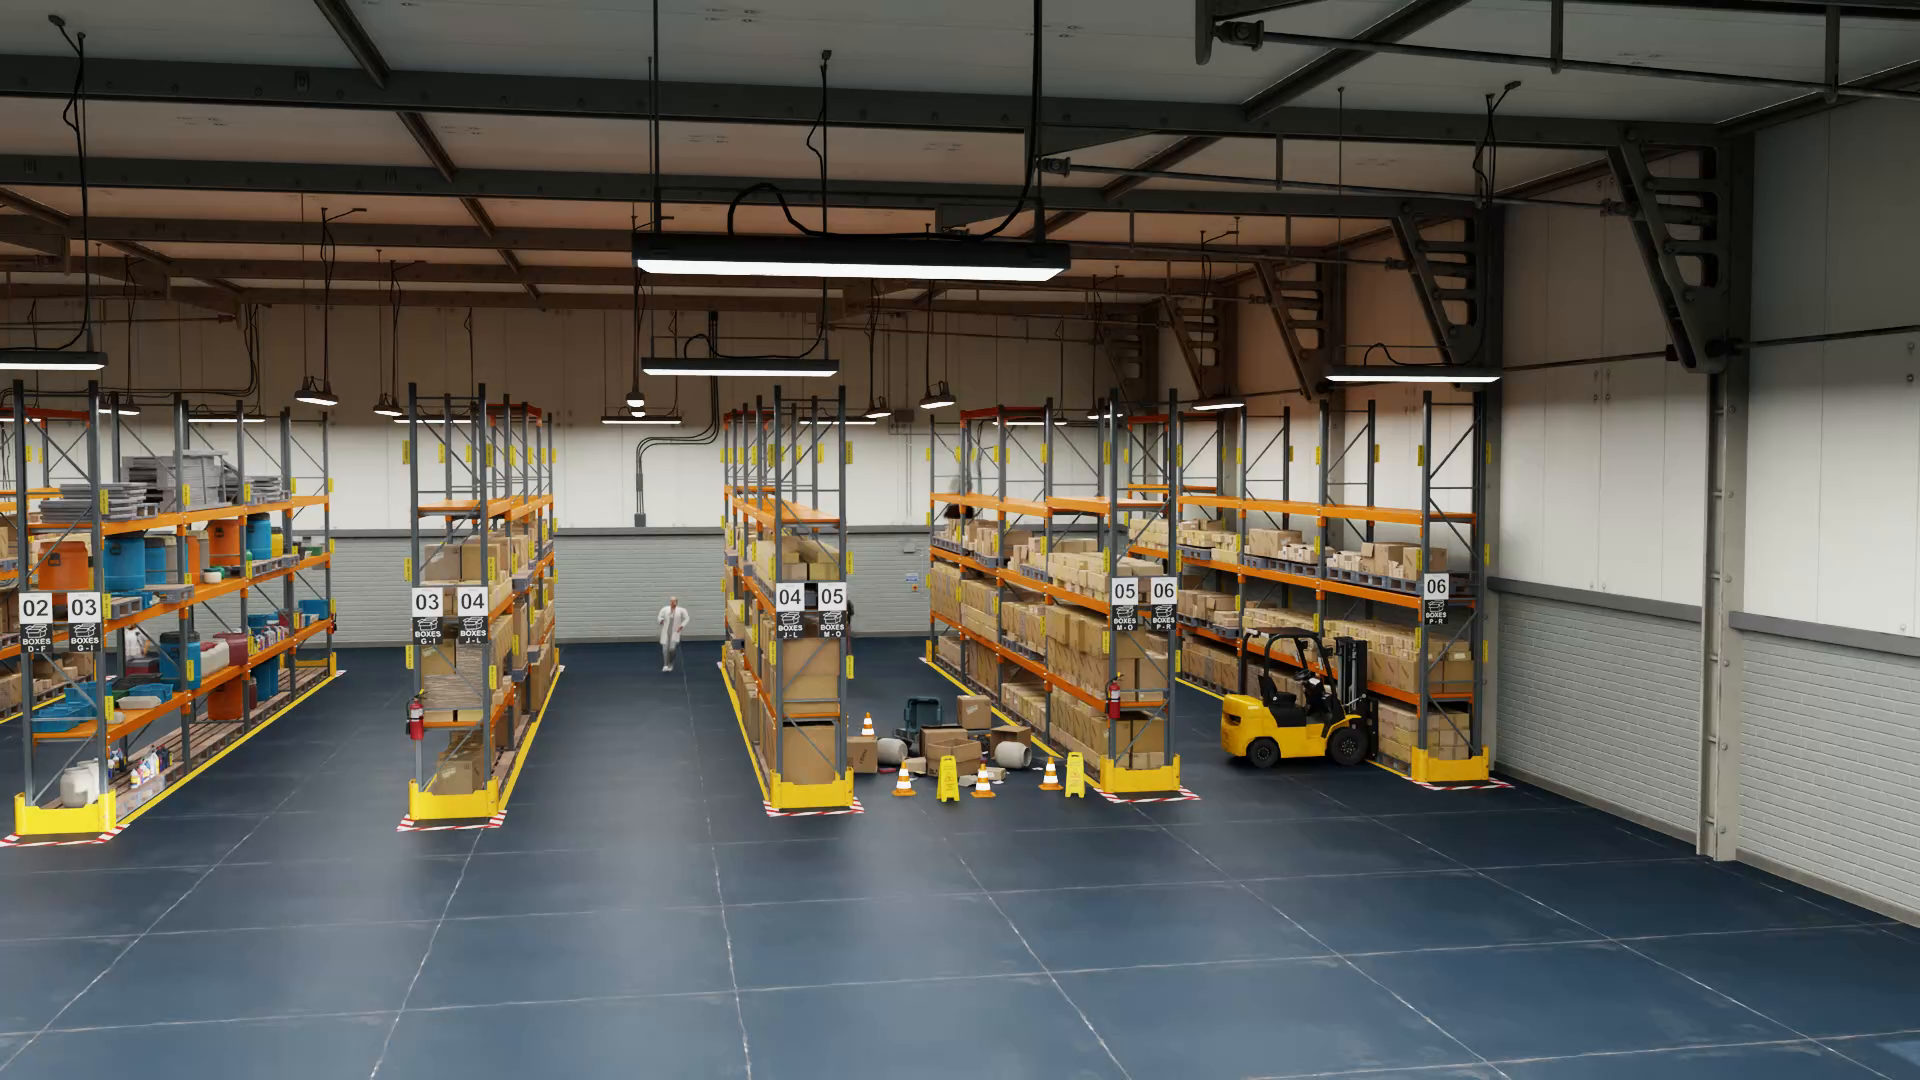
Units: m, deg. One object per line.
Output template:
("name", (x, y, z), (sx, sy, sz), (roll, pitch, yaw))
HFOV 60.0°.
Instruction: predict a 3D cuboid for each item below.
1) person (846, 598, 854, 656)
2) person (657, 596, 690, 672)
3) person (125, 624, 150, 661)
("person", (-2.678, 1.997, 37.383), (0.661, 1.826, 0.847), (-1, 3, -15))
("person", (-6.652, 2.192, 38.437), (0.714, 1.774, 0.730), (0, 3, 4))
("person", (-17.347, 2.418, 34.858), (0.591, 1.629, 0.577), (-1, 3, -10))
